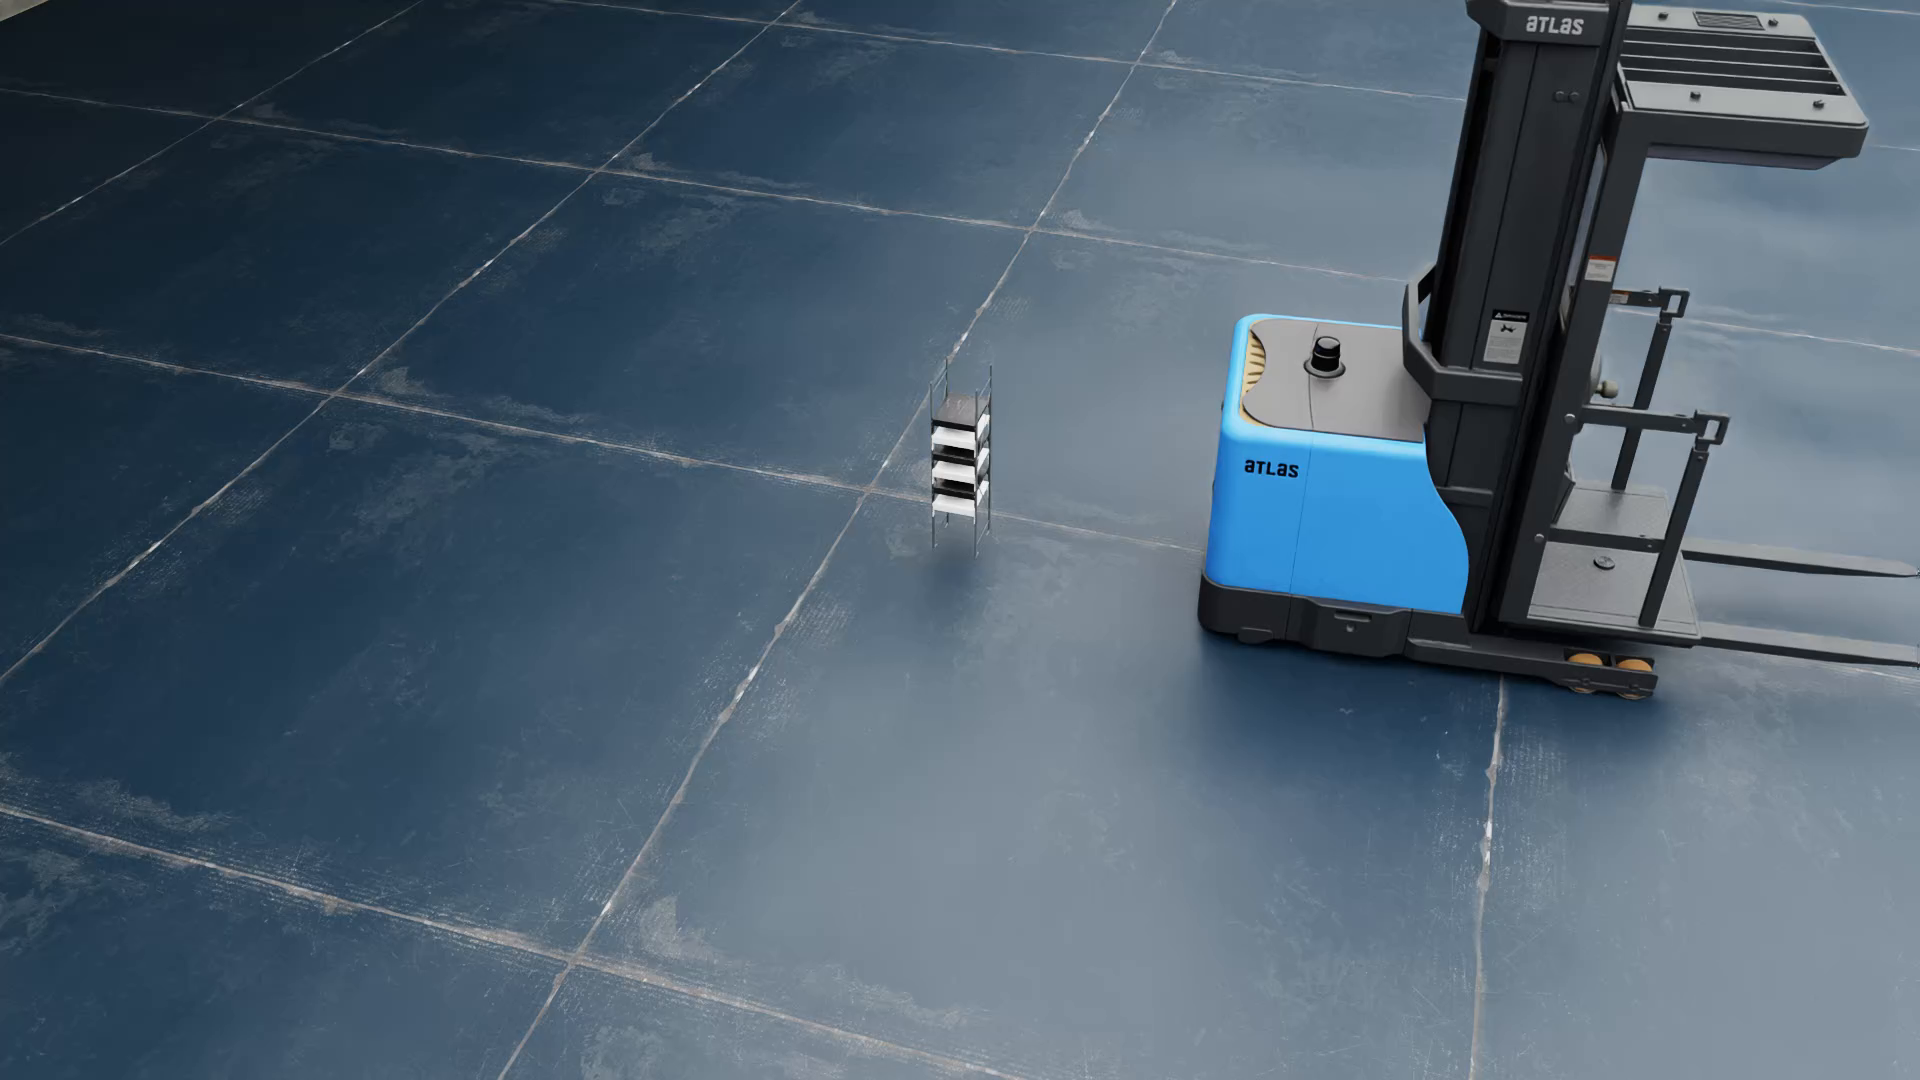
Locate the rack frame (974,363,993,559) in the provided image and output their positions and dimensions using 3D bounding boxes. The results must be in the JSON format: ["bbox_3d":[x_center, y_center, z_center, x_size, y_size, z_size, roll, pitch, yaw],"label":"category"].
[{"bbox_3d":[0.105,-0.343,7.457,0.006,0.900,0.240,10,38,14],"label":"rack frame"}]

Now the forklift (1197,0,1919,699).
[{"bbox_3d":[2.594,-0.869,6.458,3.031,2.935,1.130,7,37,9],"label":"forklift"}]

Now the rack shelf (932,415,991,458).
[{"bbox_3d":[0.008,-0.479,7.394,0.200,0.077,0.258,10,38,14],"label":"rack shelf"}]

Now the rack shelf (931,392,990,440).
[{"bbox_3d":[0.008,-0.552,7.341,0.200,0.077,0.258,10,38,14],"label":"rack shelf"}]

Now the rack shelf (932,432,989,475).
[{"bbox_3d":[0.008,-0.407,7.448,0.200,0.077,0.258,10,38,14],"label":"rack shelf"}]

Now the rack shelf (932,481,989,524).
[{"bbox_3d":[0.008,-0.189,7.608,0.200,0.077,0.258,10,38,14],"label":"rack shelf"}]

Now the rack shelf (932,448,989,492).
[{"bbox_3d":[0.008,-0.334,7.501,0.200,0.077,0.258,10,38,14],"label":"rack shelf"}]

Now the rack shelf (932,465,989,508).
[{"bbox_3d":[0.008,-0.262,7.554,0.200,0.077,0.258,10,38,14],"label":"rack shelf"}]

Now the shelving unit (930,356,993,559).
[{"bbox_3d":[0.008,-0.361,7.481,0.210,0.900,0.258,10,38,14],"label":"shelving unit"}]

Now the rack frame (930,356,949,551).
[{"bbox_3d":[-0.089,-0.379,7.506,0.006,0.900,0.240,10,38,14],"label":"rack frame"}]
